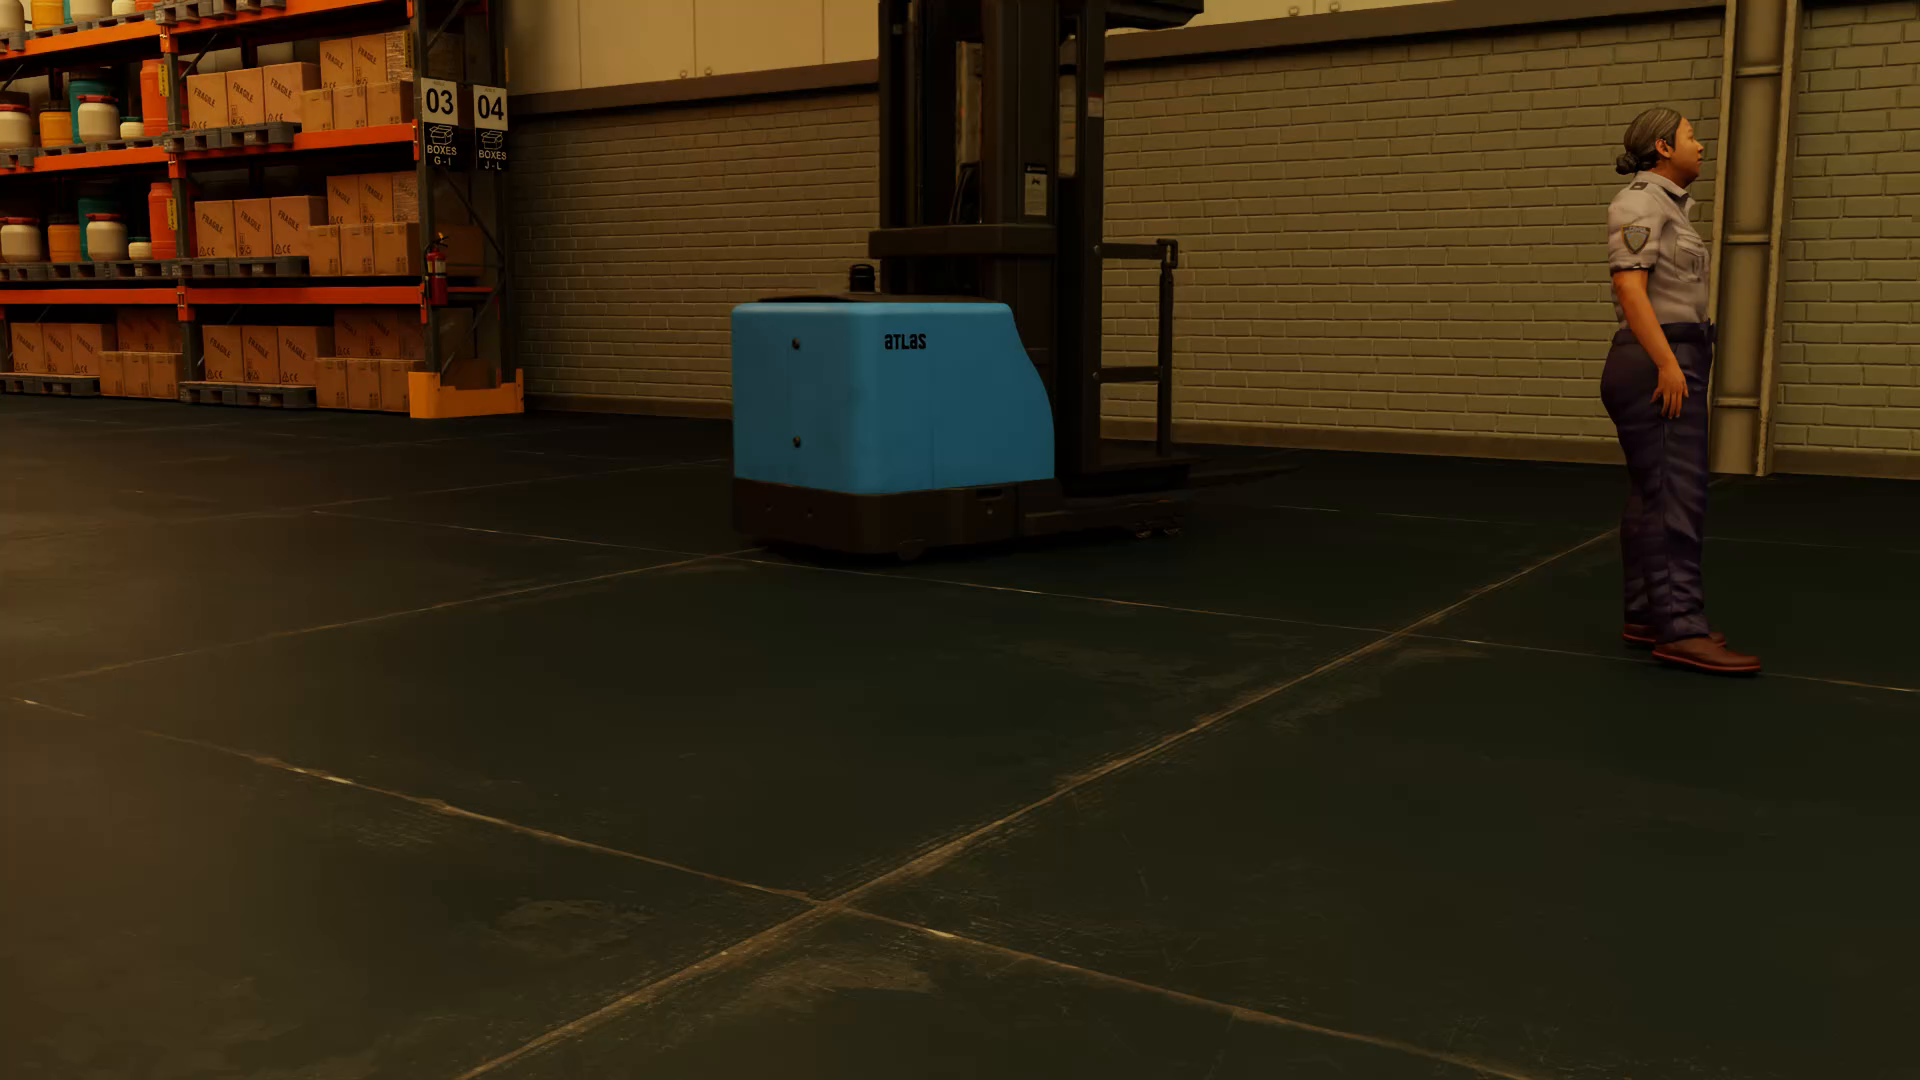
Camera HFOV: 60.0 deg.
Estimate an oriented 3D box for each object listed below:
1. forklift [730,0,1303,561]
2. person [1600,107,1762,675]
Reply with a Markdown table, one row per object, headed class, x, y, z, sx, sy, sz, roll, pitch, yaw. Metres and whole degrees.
| class | x | y | z | sx | sy | sz | roll | pitch | yaw |
| --- | --- | --- | --- | --- | --- | --- | --- | --- | --- |
| forklift | 0.428 | -1.510 | 7.812 | 3.031 | 2.935 | 1.130 | -7 | 11 | -40 |
| person | 2.208 | -0.472 | 5.026 | 0.502 | 1.651 | 0.598 | 4 | 9 | 27 |
